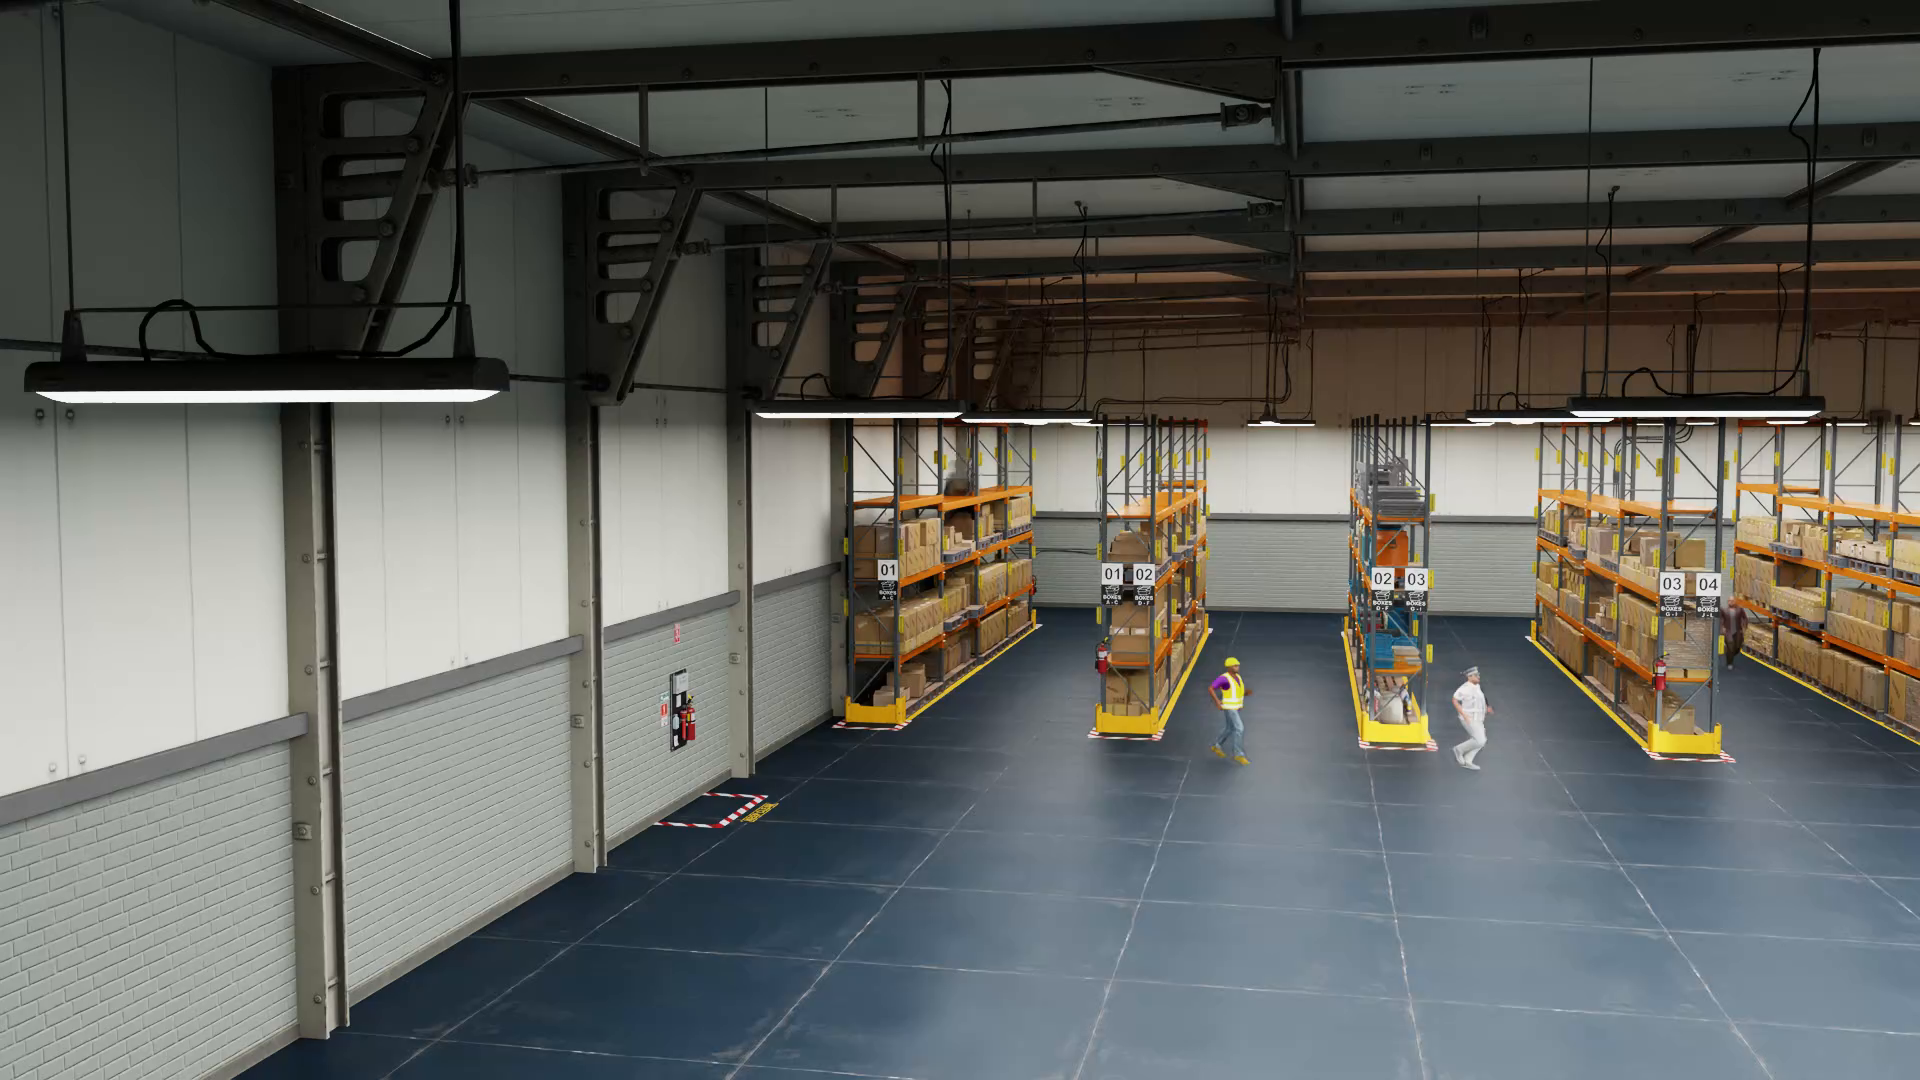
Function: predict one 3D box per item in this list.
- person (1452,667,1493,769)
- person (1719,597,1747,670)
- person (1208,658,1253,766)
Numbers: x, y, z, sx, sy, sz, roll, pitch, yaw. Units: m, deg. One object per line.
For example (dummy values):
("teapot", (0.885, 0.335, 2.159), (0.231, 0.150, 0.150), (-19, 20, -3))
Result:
("person", (8.643, 2.994, 27.949), (0.595, 1.734, 0.667), (3, 5, 41))
("person", (18.418, 2.218, 39.697), (0.711, 1.744, 0.600), (1, 4, 15))
("person", (4.665, 2.920, 28.580), (0.838, 1.808, 0.685), (3, 5, 36))
